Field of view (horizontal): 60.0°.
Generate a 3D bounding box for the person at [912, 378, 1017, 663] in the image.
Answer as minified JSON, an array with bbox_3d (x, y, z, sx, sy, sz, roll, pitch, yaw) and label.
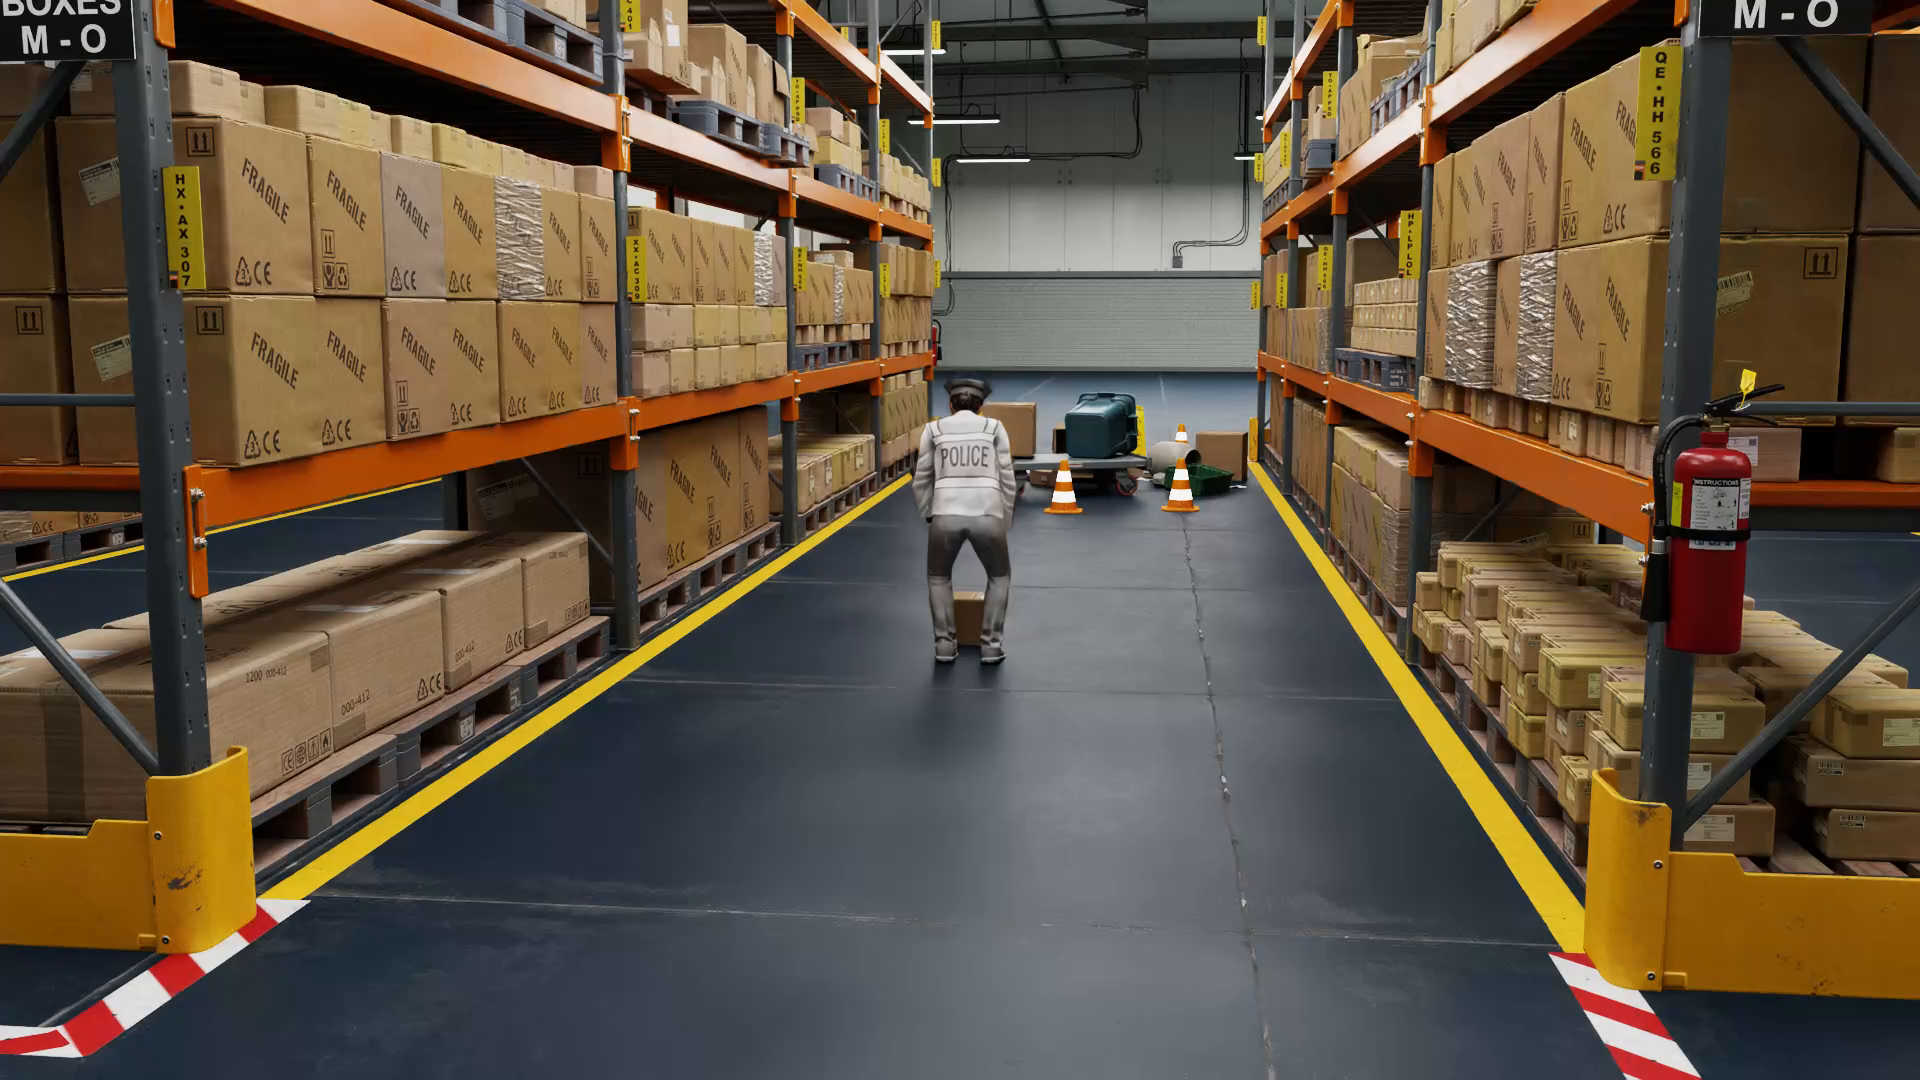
[{"bbox_3d":[0.017,-0.100,8.449,0.534,1.429,0.674,1,8,7],"label":"person"}]
